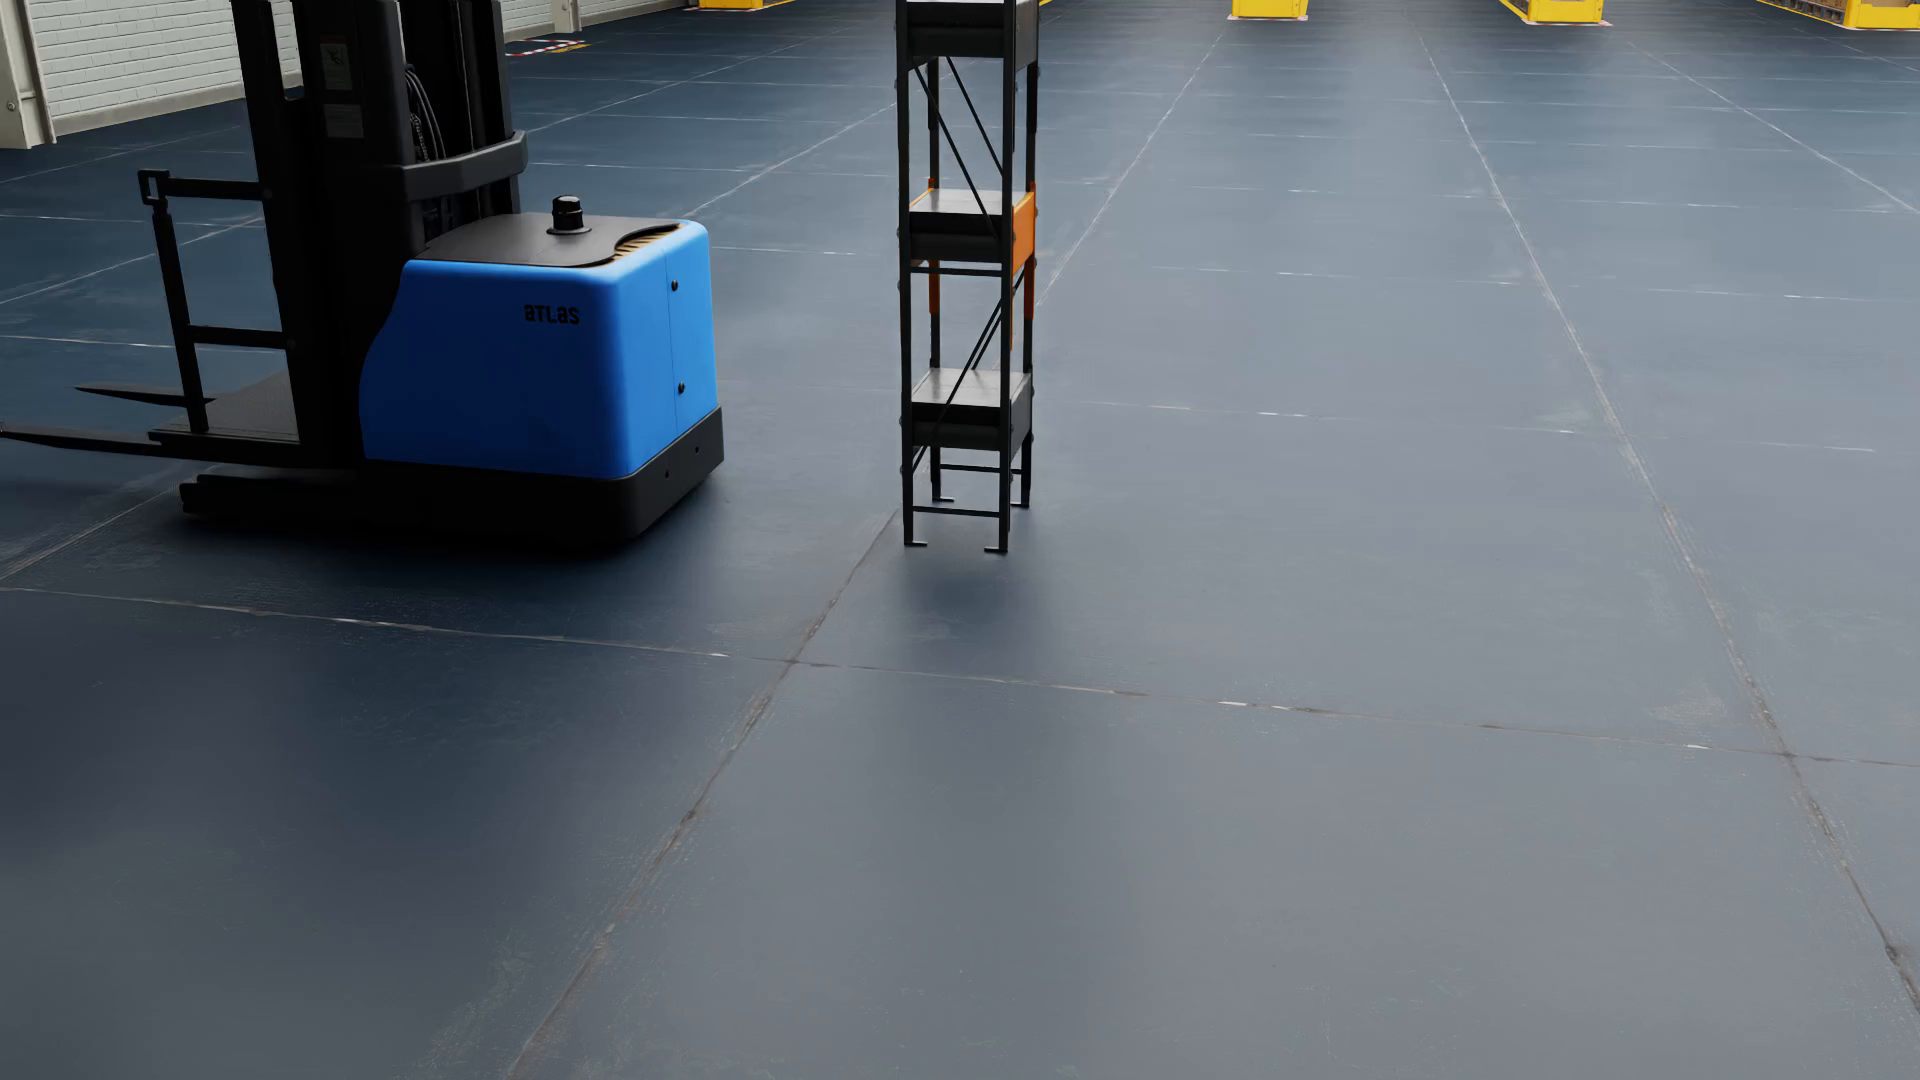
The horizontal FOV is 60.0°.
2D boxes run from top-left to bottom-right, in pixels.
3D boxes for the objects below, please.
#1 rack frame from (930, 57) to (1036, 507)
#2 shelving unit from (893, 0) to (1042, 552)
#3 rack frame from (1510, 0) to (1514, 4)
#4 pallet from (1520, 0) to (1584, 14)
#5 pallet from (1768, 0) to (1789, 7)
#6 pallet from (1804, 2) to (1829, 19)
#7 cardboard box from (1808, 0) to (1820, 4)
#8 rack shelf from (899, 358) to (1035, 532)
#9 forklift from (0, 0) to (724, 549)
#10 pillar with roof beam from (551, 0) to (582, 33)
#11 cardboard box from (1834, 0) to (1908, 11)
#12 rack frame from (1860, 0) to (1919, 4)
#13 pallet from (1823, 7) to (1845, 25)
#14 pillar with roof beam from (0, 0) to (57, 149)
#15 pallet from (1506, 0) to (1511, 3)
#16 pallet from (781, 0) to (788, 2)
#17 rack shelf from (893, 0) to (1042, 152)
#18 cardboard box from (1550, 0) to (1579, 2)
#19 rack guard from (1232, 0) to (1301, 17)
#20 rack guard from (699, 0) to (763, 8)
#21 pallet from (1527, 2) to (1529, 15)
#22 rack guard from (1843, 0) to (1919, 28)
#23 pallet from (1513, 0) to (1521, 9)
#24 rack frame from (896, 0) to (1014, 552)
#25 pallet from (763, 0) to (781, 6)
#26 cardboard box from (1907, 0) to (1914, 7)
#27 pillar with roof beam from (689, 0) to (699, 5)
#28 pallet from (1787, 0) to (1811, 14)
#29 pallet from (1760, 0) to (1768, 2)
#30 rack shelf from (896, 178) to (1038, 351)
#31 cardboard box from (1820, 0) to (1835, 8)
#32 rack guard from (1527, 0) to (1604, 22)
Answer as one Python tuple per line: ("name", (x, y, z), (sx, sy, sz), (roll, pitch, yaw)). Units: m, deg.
("rack frame", (0.084, -1.124, 6.333), (0.400, 2.100, 0.015), (4, 22, 11))
("shelving unit", (0.034, -1.035, 6.112), (0.431, 2.100, 0.503), (4, 22, 11))
("rack frame", (11.066, -11.657, 31.282), (1.000, 3.000, 0.127), (4, 22, 11))
("pallet", (10.717, -9.668, 30.075), (1.003, 0.211, 1.213), (4, 22, 11))
("pallet", (15.985, -10.236, 31.487), (1.003, 0.211, 1.213), (4, 22, 11))
("pallet", (15.423, -9.229, 28.986), (1.003, 0.211, 1.213), (4, 22, 11))
("cardboard box", (15.524, -9.896, 29.193), (0.875, 0.875, 0.875), (5, 22, 11))
("rack shelf", (0.034, -0.373, 6.378), (0.431, 0.518, 0.480), (4, 22, 11))
("forklift", (-2.566, -1.603, 6.410), (3.031, 2.935, 1.130), (5, 23, 13))
("pillar with roof beam", (-2.011, -11.909, 23.878), (9.100, 9.000, 0.400), (4, 22, 11))
("cardboard box", (15.159, -9.241, 27.566), (0.875, 0.875, 0.875), (5, 22, 11))
("rack frame", (15.085, -9.779, 26.619), (1.000, 3.000, 0.127), (4, 22, 11))
("pallet", (15.171, -8.784, 27.881), (1.003, 0.211, 1.213), (4, 22, 11))
("pillar with roof beam", (-4.460, -7.520, 12.981), (9.100, 9.000, 0.400), (4, 22, 11))
("pallet", (11.223, -10.648, 32.510), (1.003, 0.211, 1.213), (4, 22, 11))
("pallet", (-3.830, -10.800, 32.888), (1.003, 0.211, 1.213), (4, 22, 11))
("rack shelf", (0.034, -1.671, 5.855), (0.431, 0.518, 0.480), (4, 22, 11))
("cardboard box", (10.394, -9.456, 28.602), (0.500, 0.500, 0.500), (9, 24, 21))
("rack guard", (5.371, -9.443, 29.132), (1.175, 0.500, 0.348), (4, 22, 11))
("rack guard", (-4.282, -10.195, 30.999), (1.175, 0.500, 0.348), (4, 22, 11))
("pallet", (10.466, -9.223, 28.971), (1.003, 0.211, 1.213), (4, 22, 11))
("rack guard", (15.080, -8.611, 27.064), (1.175, 0.500, 0.348), (4, 22, 11))
("pallet", (10.964, -10.115, 31.187), (1.003, 0.211, 1.213), (4, 22, 11))
("rack frame", (-0.016, -0.945, 5.890), (0.400, 2.100, 0.015), (4, 22, 11))
("pallet", (-4.082, -10.355, 31.784), (1.003, 0.211, 1.213), (4, 22, 11))
("cardboard box", (16.589, -9.438, 29.114), (0.500, 0.500, 0.500), (8, 23, 20))
("pillar with roof beam", (-0.787, -14.103, 29.326), (9.100, 9.000, 0.400), (4, 22, 11))
("pallet", (15.669, -9.676, 30.097), (1.003, 0.211, 1.213), (4, 22, 11))
("pallet", (16.231, -10.684, 32.599), (1.003, 0.211, 1.213), (4, 22, 11))
("rack shelf", (0.034, -1.022, 6.117), (0.431, 0.518, 0.480), (4, 22, 11))
("cardboard box", (15.336, -9.563, 28.365), (0.875, 0.875, 0.875), (4, 22, 10))
("rack guard", (10.265, -9.062, 28.186), (1.175, 0.500, 0.348), (4, 22, 11))
